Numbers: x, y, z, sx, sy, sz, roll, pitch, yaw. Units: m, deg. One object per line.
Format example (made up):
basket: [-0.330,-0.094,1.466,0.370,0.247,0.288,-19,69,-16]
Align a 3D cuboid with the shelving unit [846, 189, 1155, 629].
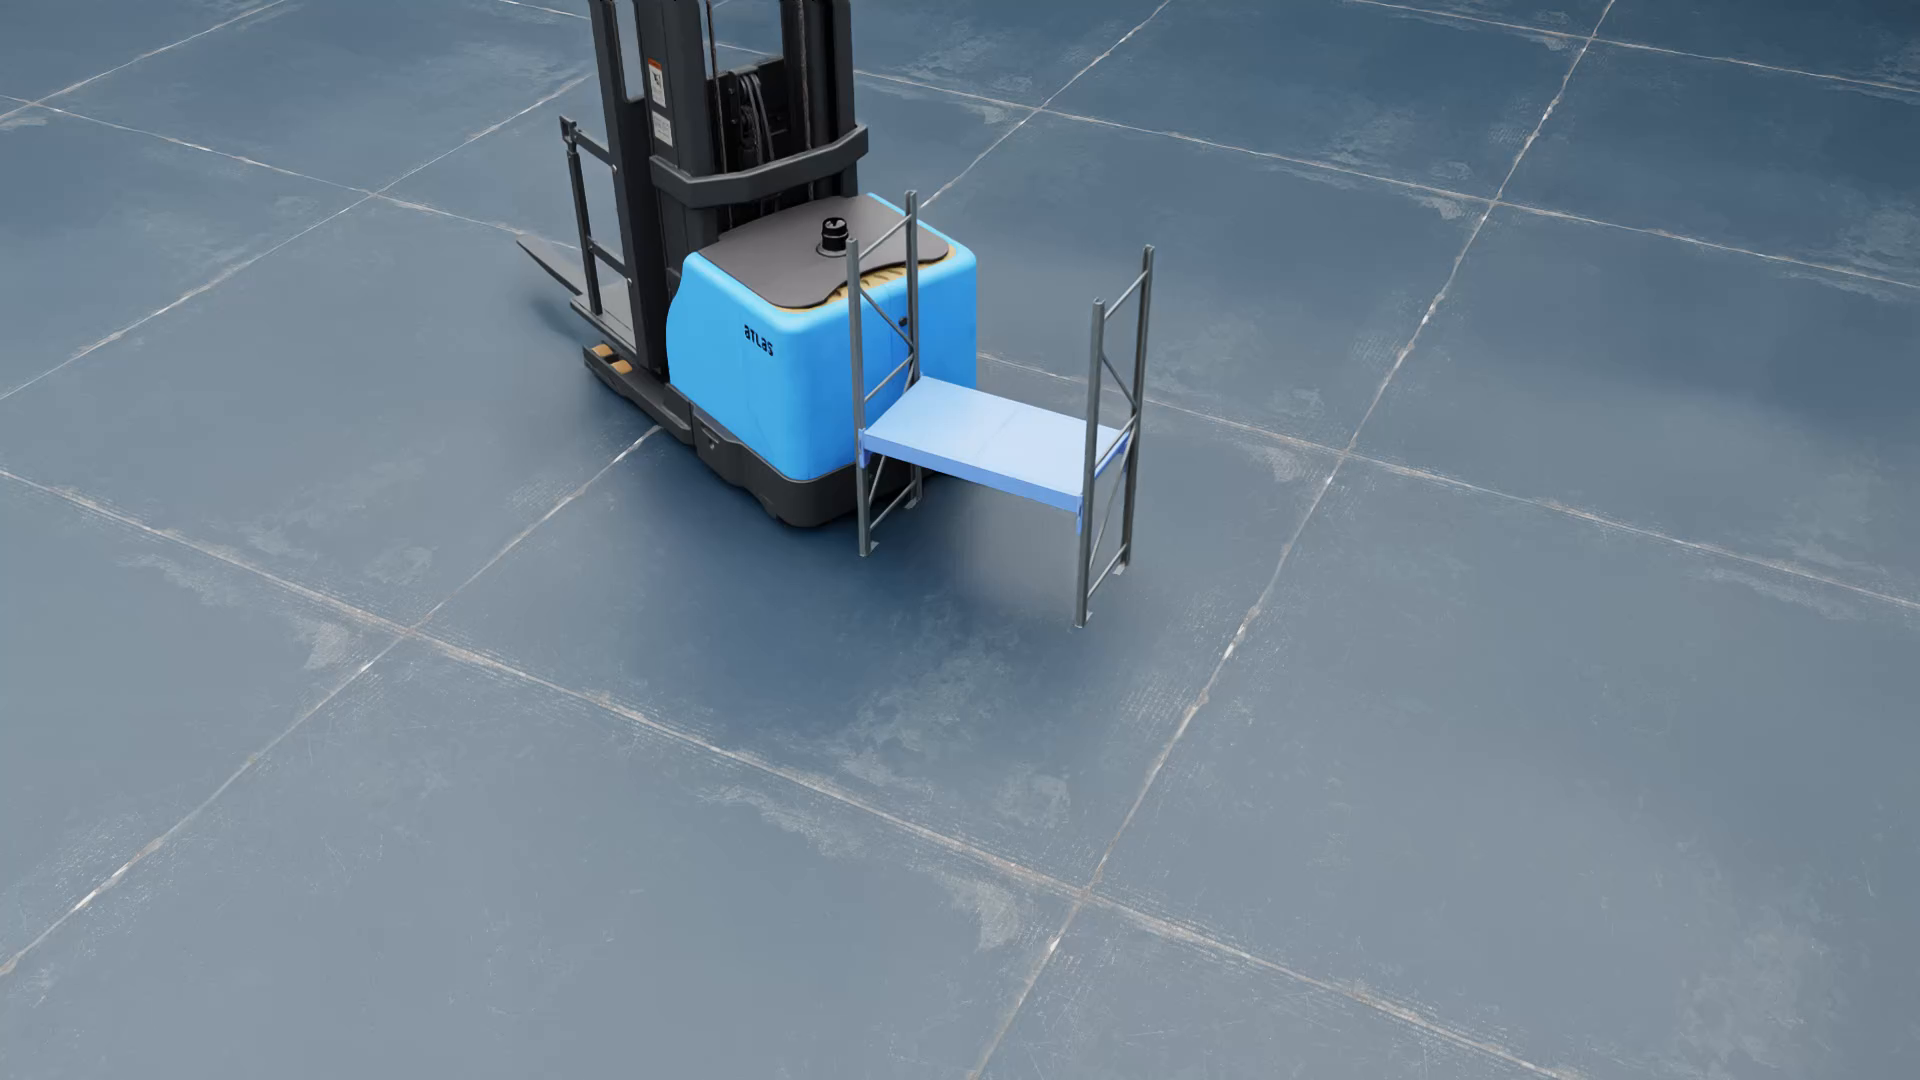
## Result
shelving unit: [0.149,-0.514,6.687,1.048,1.500,0.538,18,41,22]

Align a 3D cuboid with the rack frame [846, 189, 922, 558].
rack frame: [-0.301,-0.658,6.876,0.032,1.500,0.500,18,41,22]

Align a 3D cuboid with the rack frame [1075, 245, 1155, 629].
rack frame: [0.598,-0.371,6.498,0.032,1.500,0.500,18,41,22]

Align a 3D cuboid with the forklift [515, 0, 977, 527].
forklift: [-1.221,-2.052,7.529,1.130,2.935,3.031,-26,44,-30]

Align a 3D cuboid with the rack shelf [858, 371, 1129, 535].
rack shelf: [0.149,-0.371,6.796,1.000,0.185,0.538,18,41,22]
